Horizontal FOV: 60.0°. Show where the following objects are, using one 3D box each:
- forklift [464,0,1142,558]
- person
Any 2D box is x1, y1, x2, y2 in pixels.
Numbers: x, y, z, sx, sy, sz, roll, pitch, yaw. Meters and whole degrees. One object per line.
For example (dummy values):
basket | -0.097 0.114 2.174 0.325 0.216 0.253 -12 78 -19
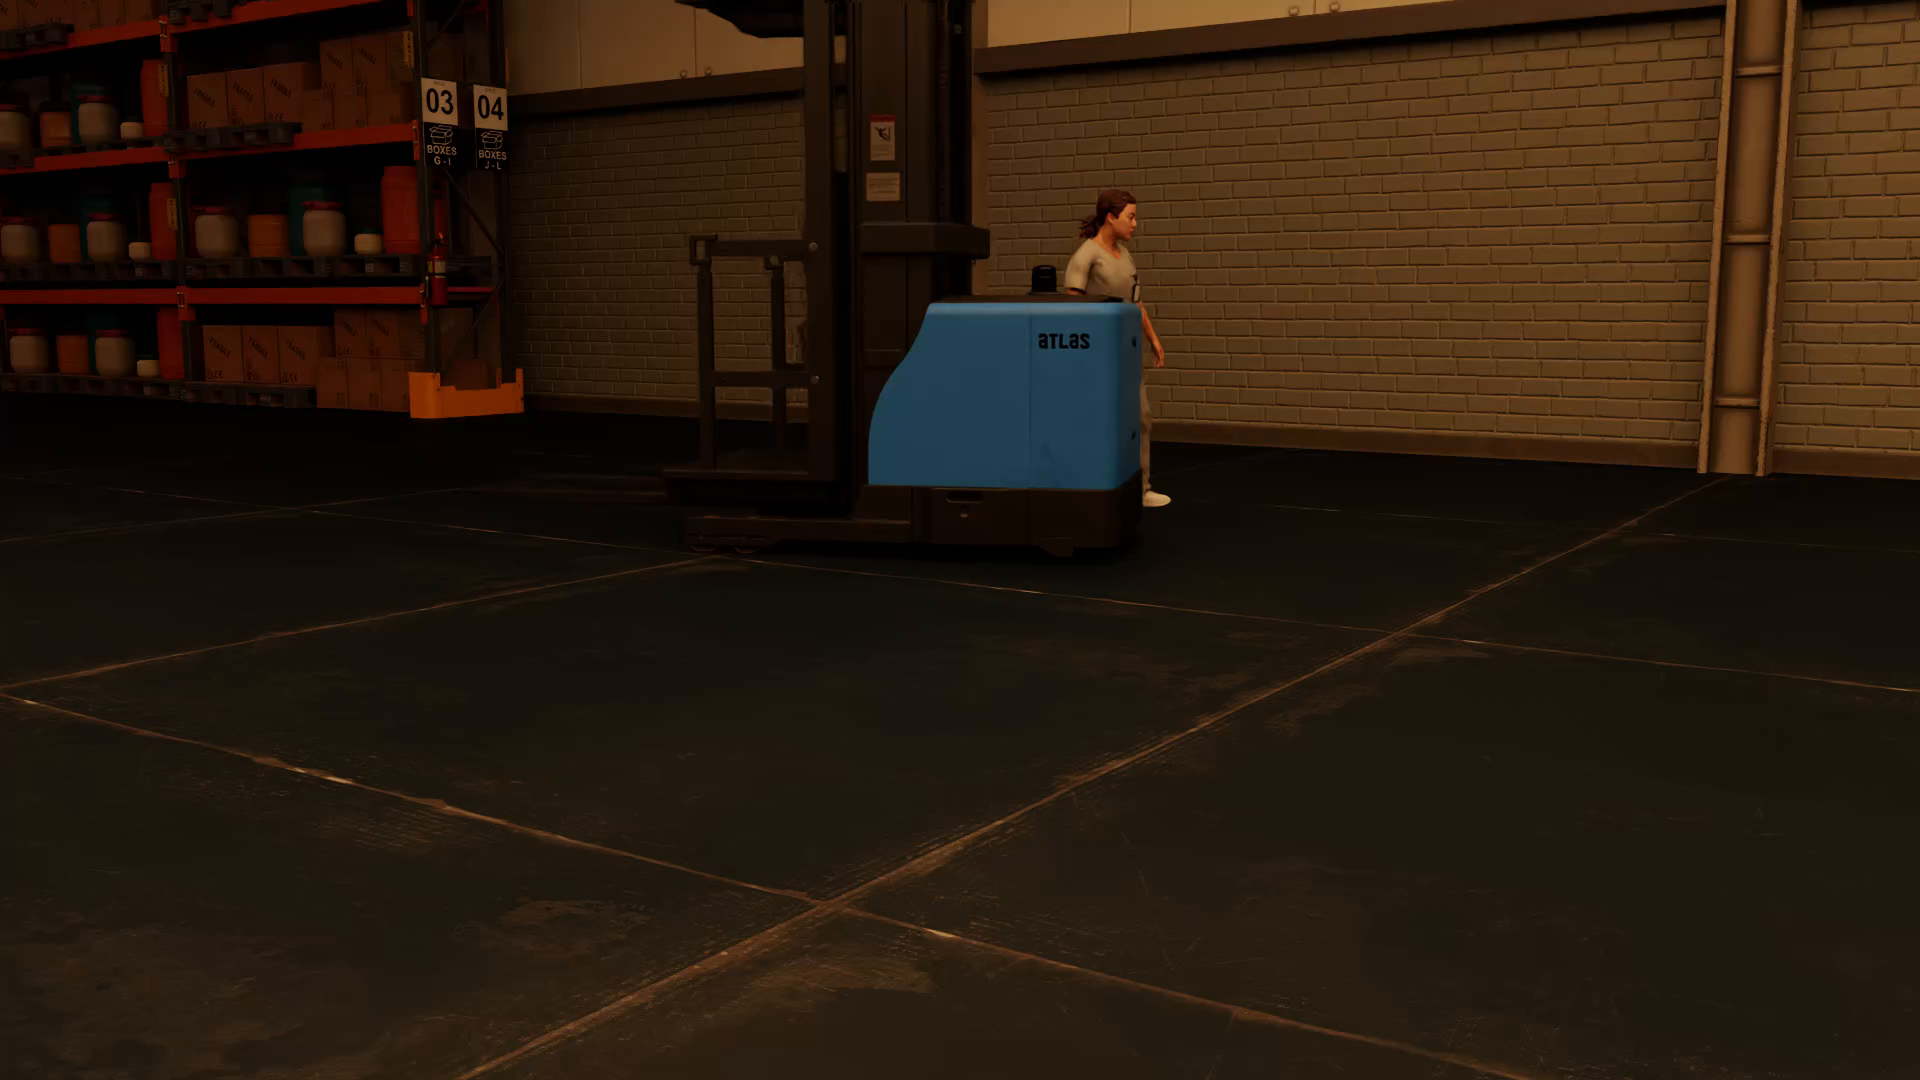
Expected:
forklift | -0.724 -1.459 7.456 3.031 2.935 1.130 2 8 12
person | 0.784 -0.968 8.574 0.360 1.644 0.681 7 10 39
